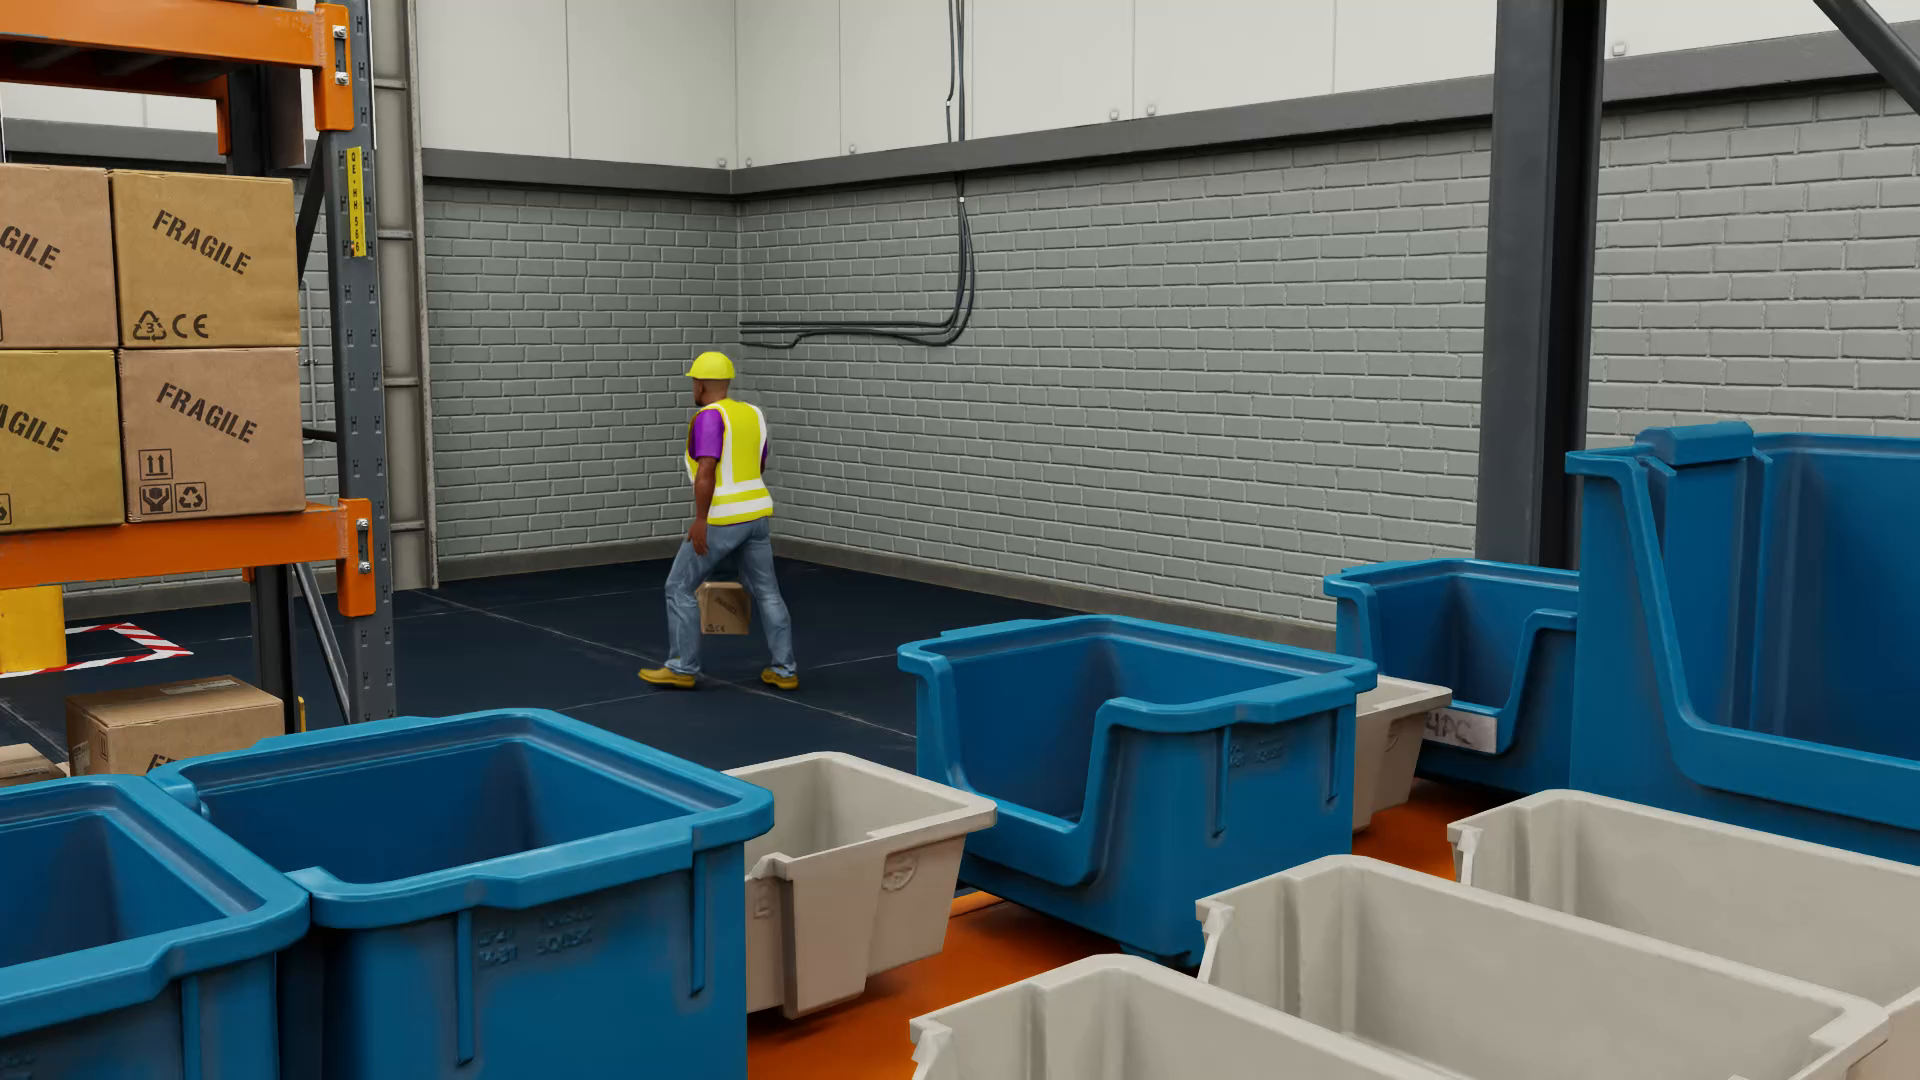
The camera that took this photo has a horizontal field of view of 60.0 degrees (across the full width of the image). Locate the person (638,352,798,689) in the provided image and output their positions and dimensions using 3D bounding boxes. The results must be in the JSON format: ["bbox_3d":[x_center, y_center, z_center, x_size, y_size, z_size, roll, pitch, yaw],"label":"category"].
[{"bbox_3d":[-1.202,-0.101,8.567,0.735,1.724,0.670,5,9,33],"label":"person"}]
